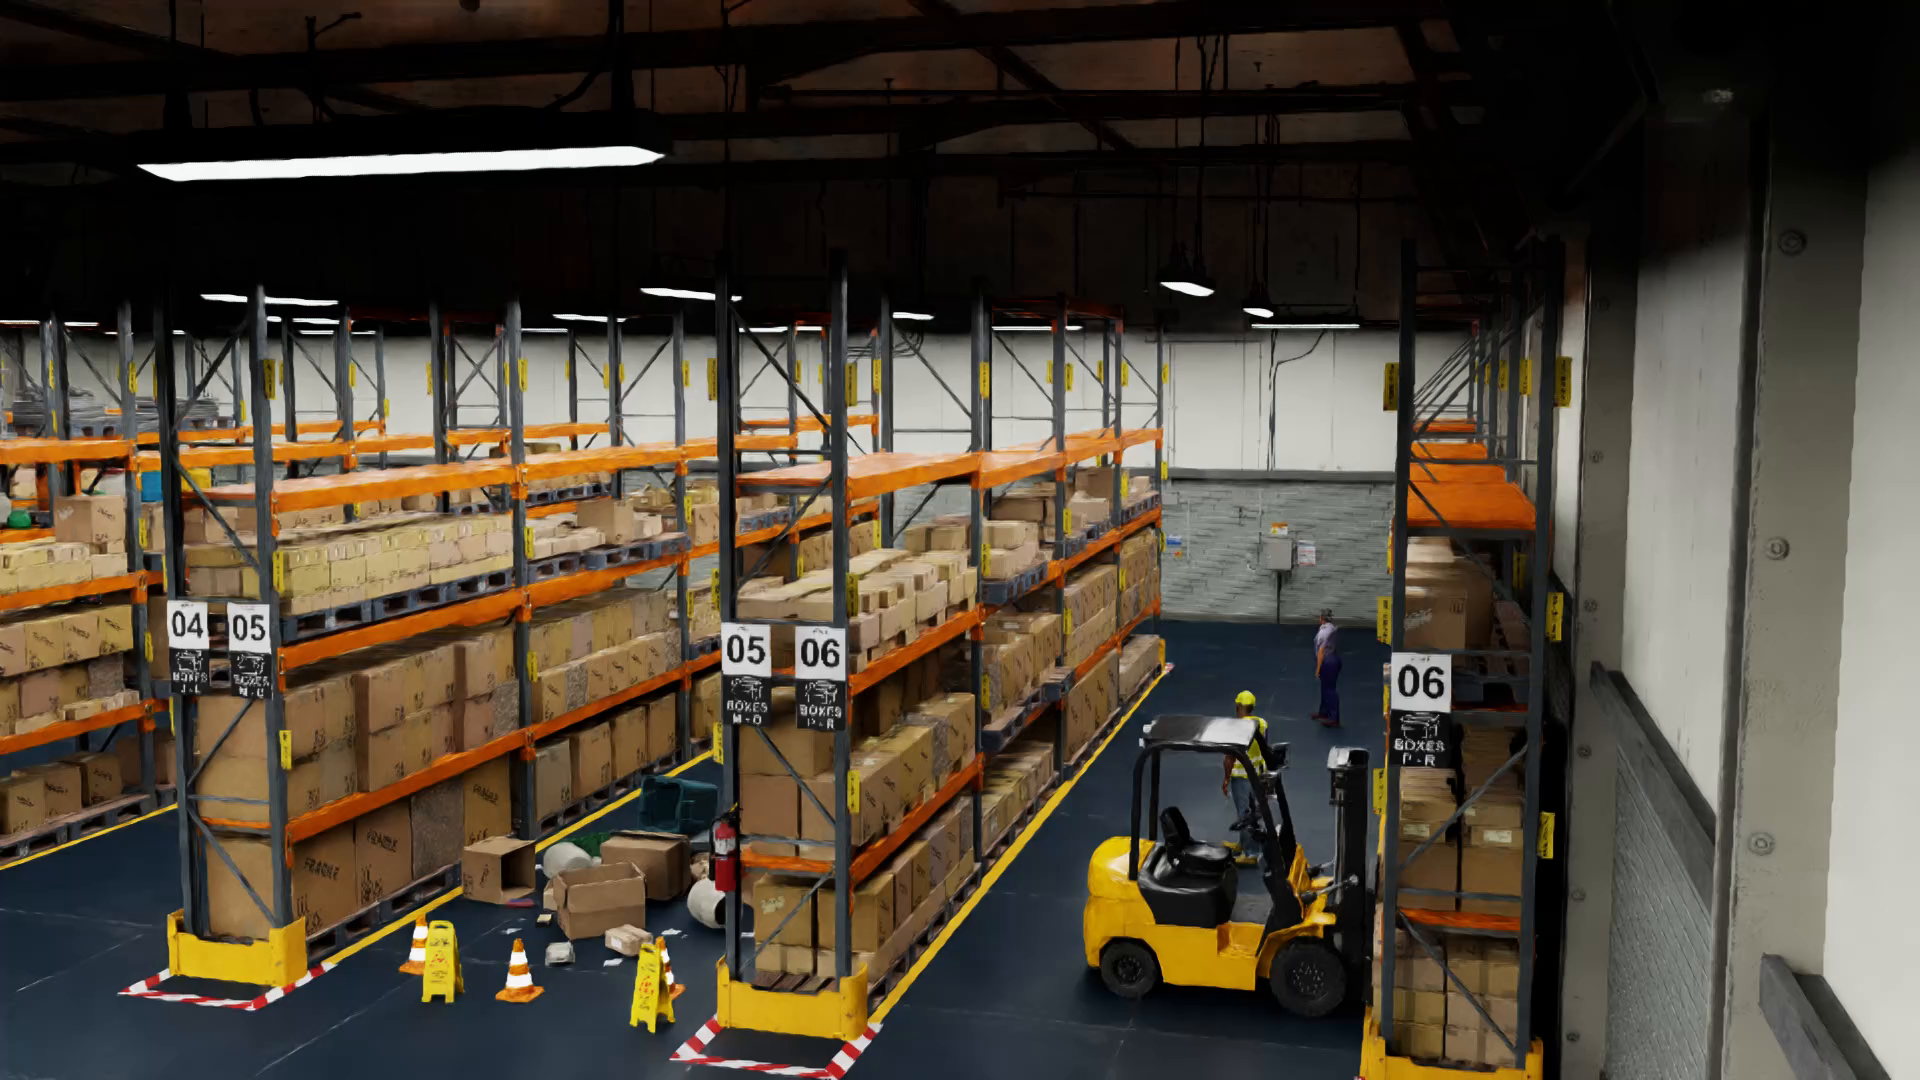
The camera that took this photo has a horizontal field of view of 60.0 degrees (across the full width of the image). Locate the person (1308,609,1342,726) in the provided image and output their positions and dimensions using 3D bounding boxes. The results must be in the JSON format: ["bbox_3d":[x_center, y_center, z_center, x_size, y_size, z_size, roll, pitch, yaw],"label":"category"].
[{"bbox_3d":[5.263,1.805,23.958,0.556,1.639,0.625,3,7,30],"label":"person"}]

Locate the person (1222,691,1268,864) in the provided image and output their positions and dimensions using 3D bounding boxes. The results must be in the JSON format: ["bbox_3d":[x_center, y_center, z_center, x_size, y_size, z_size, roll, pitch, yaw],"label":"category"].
[{"bbox_3d":[2.952,2.439,17.366,0.580,1.763,0.673,6,8,42],"label":"person"}]
